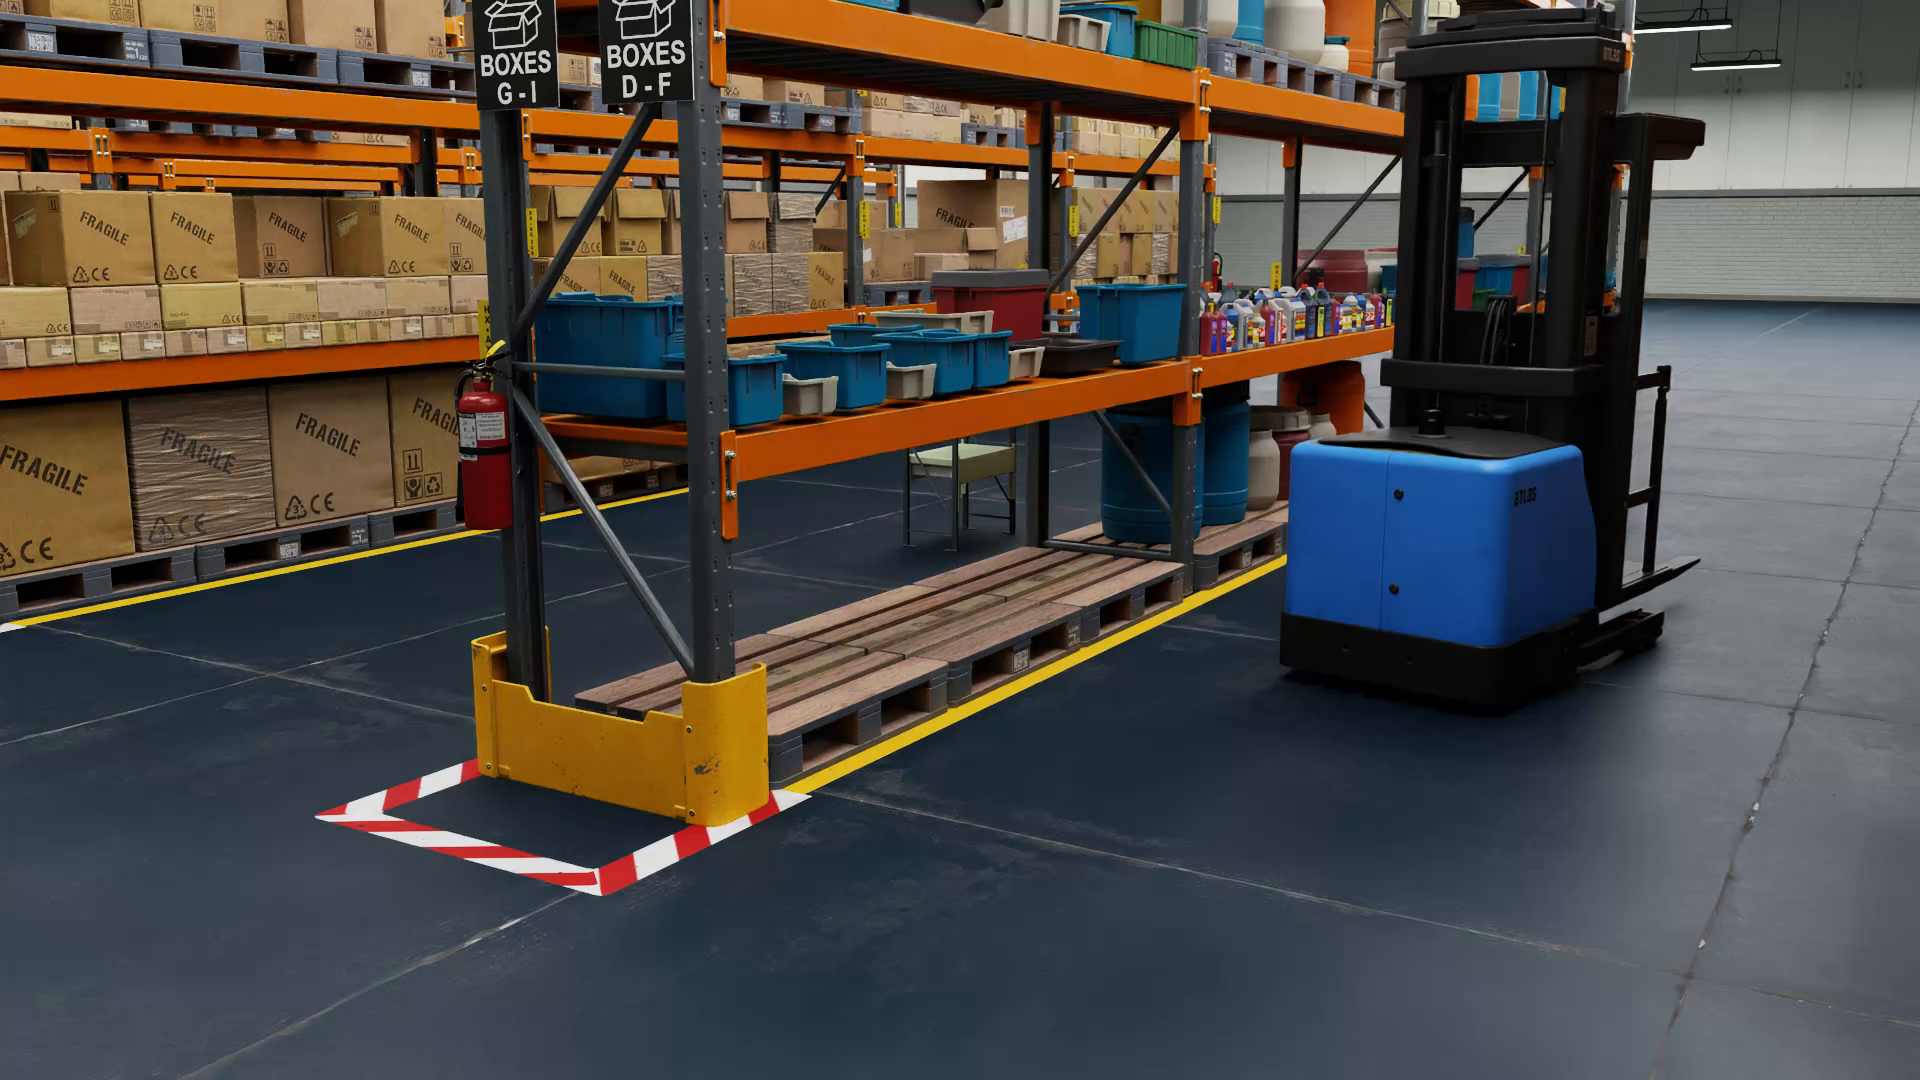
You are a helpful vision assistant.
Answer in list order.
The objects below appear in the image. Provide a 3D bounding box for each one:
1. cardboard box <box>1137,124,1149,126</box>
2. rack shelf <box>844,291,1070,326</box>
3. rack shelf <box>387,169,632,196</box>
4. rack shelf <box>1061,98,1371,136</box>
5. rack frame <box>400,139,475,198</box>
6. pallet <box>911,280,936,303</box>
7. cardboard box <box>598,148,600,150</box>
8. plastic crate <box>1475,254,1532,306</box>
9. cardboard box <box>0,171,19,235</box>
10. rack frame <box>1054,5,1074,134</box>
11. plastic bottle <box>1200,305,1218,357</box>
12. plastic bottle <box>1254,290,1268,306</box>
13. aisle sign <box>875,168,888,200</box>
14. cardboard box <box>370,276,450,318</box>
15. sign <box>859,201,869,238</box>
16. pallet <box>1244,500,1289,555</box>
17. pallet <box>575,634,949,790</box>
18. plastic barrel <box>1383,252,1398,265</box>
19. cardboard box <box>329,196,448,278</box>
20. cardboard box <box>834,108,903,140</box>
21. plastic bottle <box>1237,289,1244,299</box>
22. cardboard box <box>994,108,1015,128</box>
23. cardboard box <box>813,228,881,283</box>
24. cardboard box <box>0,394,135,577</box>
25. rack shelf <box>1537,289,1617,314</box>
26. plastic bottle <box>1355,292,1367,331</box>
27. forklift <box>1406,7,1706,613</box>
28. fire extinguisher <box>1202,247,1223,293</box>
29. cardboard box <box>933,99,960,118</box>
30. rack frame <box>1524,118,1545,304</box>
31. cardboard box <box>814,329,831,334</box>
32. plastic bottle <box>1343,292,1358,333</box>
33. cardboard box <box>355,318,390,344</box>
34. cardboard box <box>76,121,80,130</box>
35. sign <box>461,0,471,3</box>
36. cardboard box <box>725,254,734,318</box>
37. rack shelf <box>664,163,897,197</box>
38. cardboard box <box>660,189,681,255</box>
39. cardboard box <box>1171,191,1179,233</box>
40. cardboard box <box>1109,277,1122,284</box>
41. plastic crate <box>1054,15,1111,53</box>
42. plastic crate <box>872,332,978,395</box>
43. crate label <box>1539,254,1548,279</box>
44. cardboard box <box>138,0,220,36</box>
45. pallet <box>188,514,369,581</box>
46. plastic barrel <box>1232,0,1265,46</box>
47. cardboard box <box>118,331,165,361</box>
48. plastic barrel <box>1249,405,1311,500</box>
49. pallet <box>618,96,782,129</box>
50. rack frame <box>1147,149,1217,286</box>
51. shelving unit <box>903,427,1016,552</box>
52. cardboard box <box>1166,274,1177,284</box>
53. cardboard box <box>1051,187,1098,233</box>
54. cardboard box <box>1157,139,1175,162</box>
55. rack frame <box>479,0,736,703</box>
[{"bbox_3d":[2.245,-5.218,20.001,0.500,0.500,0.500,6,12,31],"label":"cardboard box"},{"bbox_3d":[-0.281,-2.274,16.817,1.077,0.370,4.000,6,12,31],"label":"rack shelf"},{"bbox_3d":[-6.674,-5.324,24.958,1.077,0.370,4.000,6,12,31],"label":"rack shelf"},{"bbox_3d":[1.875,-2.716,10.640,0.831,0.071,3.687,6,12,31],"label":"rack shelf"},{"bbox_3d":[-5.506,-2.802,17.687,1.000,3.000,0.127,6,12,31],"label":"rack frame"},{"bbox_3d":[-0.327,-2.534,16.772,1.003,0.211,1.213,6,12,31],"label":"pallet"},{"bbox_3d":[-5.726,-6.142,25.890,0.380,0.149,0.250,7,12,32],"label":"cardboard box"},{"bbox_3d":[5.000,-2.395,15.334,0.402,0.464,0.583,6,12,31],"label":"plastic crate"},{"bbox_3d":[-7.860,-2.679,13.228,0.500,0.500,0.500,6,12,29],"label":"cardboard box"},{"bbox_3d":[0.757,-5.891,17.879,1.000,3.000,0.127,6,12,31],"label":"rack frame"},{"bbox_3d":[1.392,-1.170,9.284,0.061,0.283,0.133,6,12,31],"label":"plastic bottle"},{"bbox_3d":[2.141,-1.645,11.853,0.097,0.271,0.097,0,11,0],"label":"plastic bottle"},{"bbox_3d":[-1.060,-5.321,24.074,0.394,0.787,0.004,6,12,31],"label":"aisle sign"},{"bbox_3d":[-3.668,-1.580,10.756,0.500,0.250,0.500,7,13,32],"label":"cardboard box"},{"bbox_3d":[-0.844,-2.829,14.684,0.100,0.325,0.005,6,12,31],"label":"sign"},{"bbox_3d":[1.905,-0.150,11.095,1.003,0.211,1.213,6,12,31],"label":"pallet"},{"bbox_3d":[-0.779,0.663,6.752,1.003,0.211,1.213,6,12,31],"label":"pallet"},{"bbox_3d":[3.484,-2.143,13.860,0.421,0.512,0.421,0,11,0],"label":"plastic barrel"},{"bbox_3d":[-3.670,-1.948,10.686,0.500,0.500,0.500,7,12,31],"label":"cardboard box"},{"bbox_3d":[-0.858,-3.763,15.073,0.500,0.250,0.500,7,12,32],"label":"cardboard box"},{"bbox_3d":[1.944,-1.619,11.683,0.061,0.283,0.133,6,12,31],"label":"plastic bottle"},{"bbox_3d":[0.354,-4.399,17.288,0.404,0.266,0.269,6,12,31],"label":"cardboard box"},{"bbox_3d":[-1.074,-2.657,15.497,0.500,0.500,0.500,5,12,24],"label":"cardboard box"},{"bbox_3d":[-5.209,-0.325,9.085,0.875,0.875,0.875,6,12,31],"label":"cardboard box"},{"bbox_3d":[6.028,-2.430,17.650,1.077,0.370,4.000,6,12,31],"label":"rack shelf"},{"bbox_3d":[2.772,-1.589,11.552,0.097,0.271,0.097,0,11,0],"label":"plastic bottle"},{"bbox_3d":[2.805,-0.955,8.007,1.121,2.935,3.031,9,14,41],"label":"forklift"},{"bbox_3d":[3.287,-3.507,21.659,0.296,0.674,0.183,6,12,31],"label":"fire extinguisher"},{"bbox_3d":[-0.334,-4.290,15.853,0.500,0.500,0.500,6,12,29],"label":"cardboard box"},{"bbox_3d":[4.990,-2.469,15.903,1.000,3.000,0.127,6,12,31],"label":"rack frame"},{"bbox_3d":[-2.104,-2.971,23.220,0.875,0.875,0.875,6,12,30],"label":"cardboard box"},{"bbox_3d":[2.670,-1.558,11.389,0.097,0.271,0.097,0,11,0],"label":"plastic bottle"},{"bbox_3d":[-3.809,-1.319,10.445,0.380,0.149,0.250,7,12,32],"label":"cardboard box"},{"bbox_3d":[-10.141,-4.816,18.875,0.700,0.500,0.500,6,12,28],"label":"cardboard box"},{"bbox_3d":[-1.719,-2.054,5.823,0.100,0.325,0.005,6,12,31],"label":"sign"},{"bbox_3d":[-2.160,-2.021,13.240,0.500,0.500,0.500,7,13,32],"label":"cardboard box"},{"bbox_3d":[-2.391,-4.867,22.517,1.077,0.370,4.000,6,12,31],"label":"rack shelf"},{"bbox_3d":[-2.396,-2.533,13.250,0.797,0.503,0.637,7,13,33],"label":"cardboard box"},{"bbox_3d":[2.505,-4.068,20.651,0.500,0.500,0.500,6,12,31],"label":"cardboard box"},{"bbox_3d":[1.659,-2.979,19.312,0.380,0.149,0.250,6,12,31],"label":"cardboard box"},{"bbox_3d":[0.502,-2.319,7.668,0.293,0.136,0.466,6,12,31],"label":"plastic crate"},{"bbox_3d":[-0.147,-0.743,6.978,0.416,0.233,0.300,6,12,31],"label":"plastic crate"},{"bbox_3d":[6.342,-2.800,17.576,0.502,0.435,0.616,6,12,31],"label":"crate label"},{"bbox_3d":[-4.627,-3.083,9.351,0.700,0.500,0.500,5,12,27],"label":"cardboard box"},{"bbox_3d":[-4.491,-0.008,10.339,1.003,0.211,1.213,6,12,31],"label":"pallet"},{"bbox_3d":[1.592,-3.421,10.334,0.600,0.901,0.708,6,12,31],"label":"plastic barrel"},{"bbox_3d":[-4.608,-1.077,9.154,0.380,0.149,0.250,6,12,30],"label":"cardboard box"},{"bbox_3d":[2.088,-0.604,11.358,0.600,0.588,0.708,6,12,31],"label":"plastic barrel"},{"bbox_3d":[-2.187,-3.412,13.303,1.003,0.211,1.213,7,13,33],"label":"pallet"},{"bbox_3d":[2.834,-3.571,21.791,1.000,3.000,0.127,6,12,31],"label":"rack frame"},{"bbox_3d":[0.003,-0.738,10.736,0.431,1.500,0.755,6,12,31],"label":"shelving unit"},{"bbox_3d":[2.503,-3.262,20.821,0.380,0.149,0.250,6,12,31],"label":"cardboard box"},{"bbox_3d":[1.208,-3.675,18.551,0.500,0.500,0.500,6,12,31],"label":"cardboard box"},{"bbox_3d":[2.270,-4.713,20.147,0.500,0.250,0.500,7,13,32],"label":"cardboard box"},{"bbox_3d":[-1.240,-0.581,5.822,1.000,3.000,0.127,6,12,31],"label":"rack frame"}]
